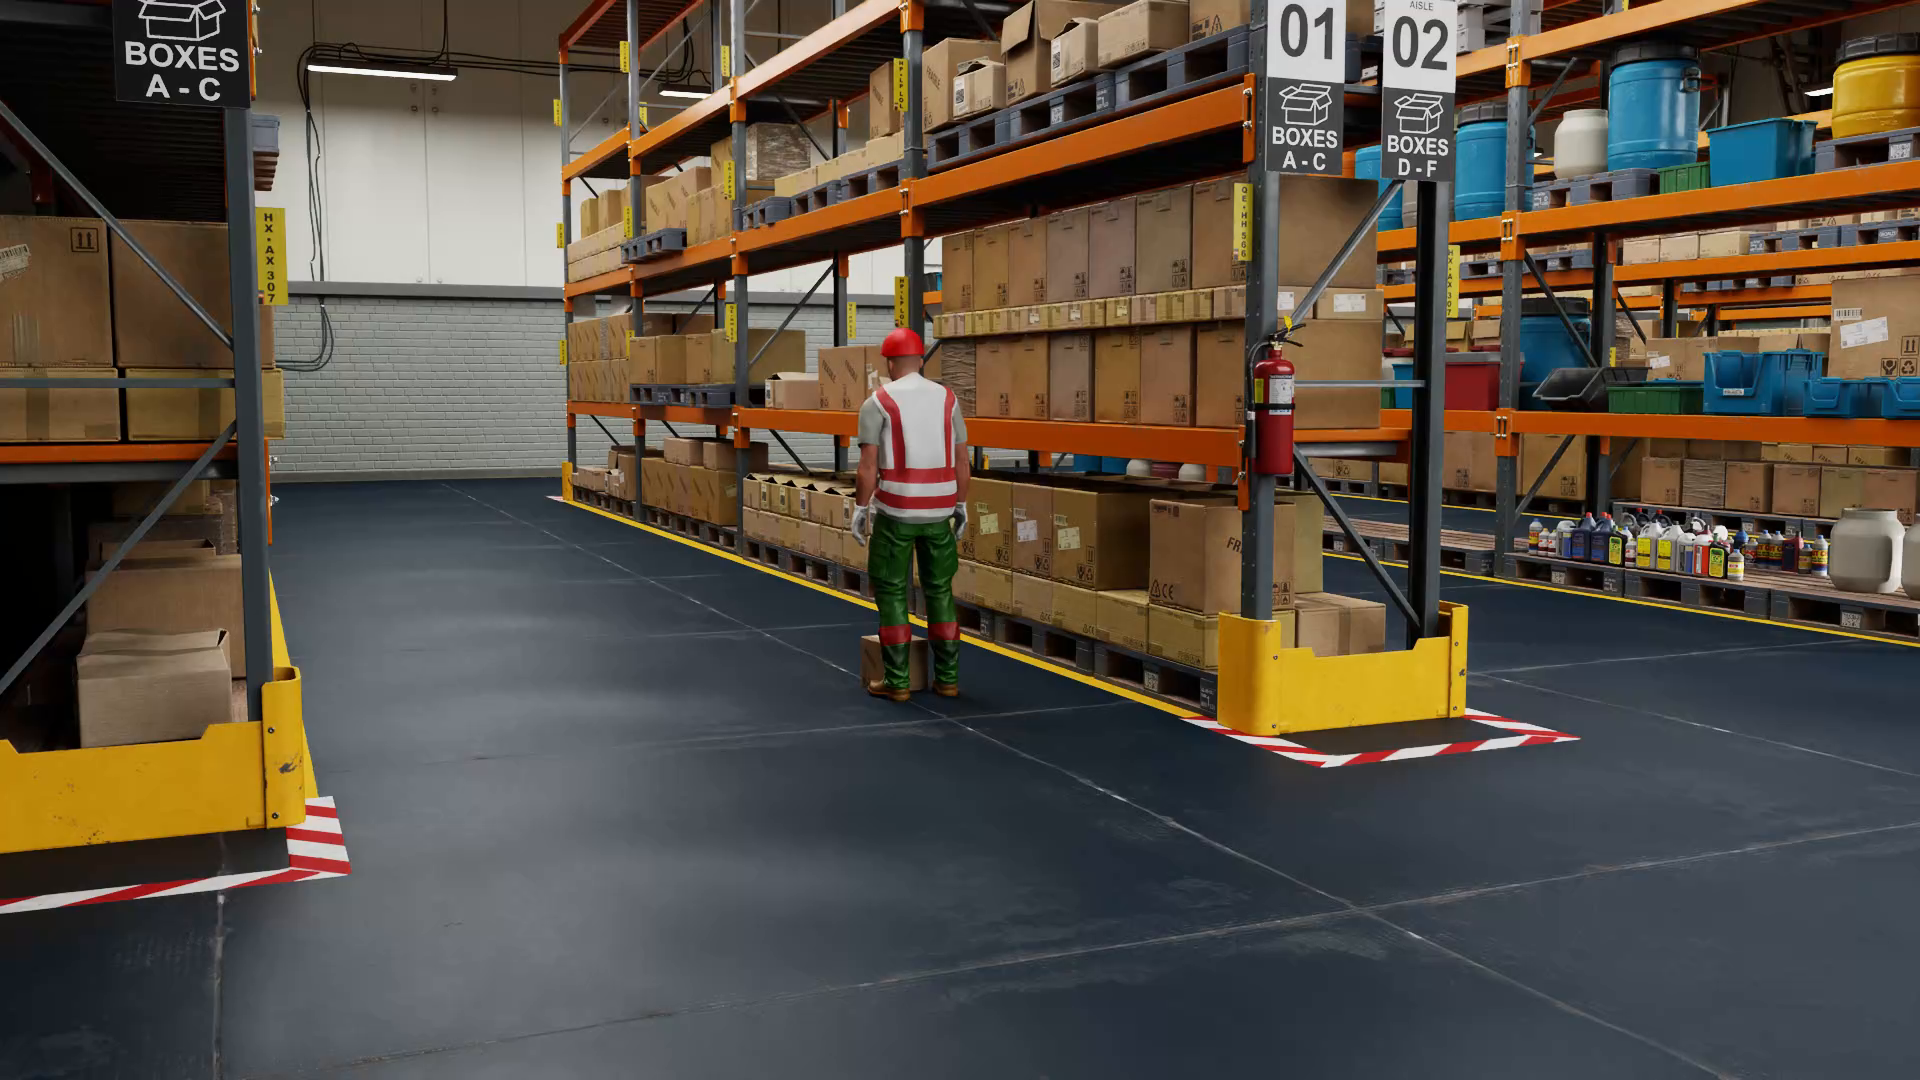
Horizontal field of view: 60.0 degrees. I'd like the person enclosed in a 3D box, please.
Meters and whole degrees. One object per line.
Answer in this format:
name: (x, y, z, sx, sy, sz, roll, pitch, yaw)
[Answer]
person: (-0.233, -0.129, 8.007, 0.610, 1.780, 0.448, -2, 6, -23)
